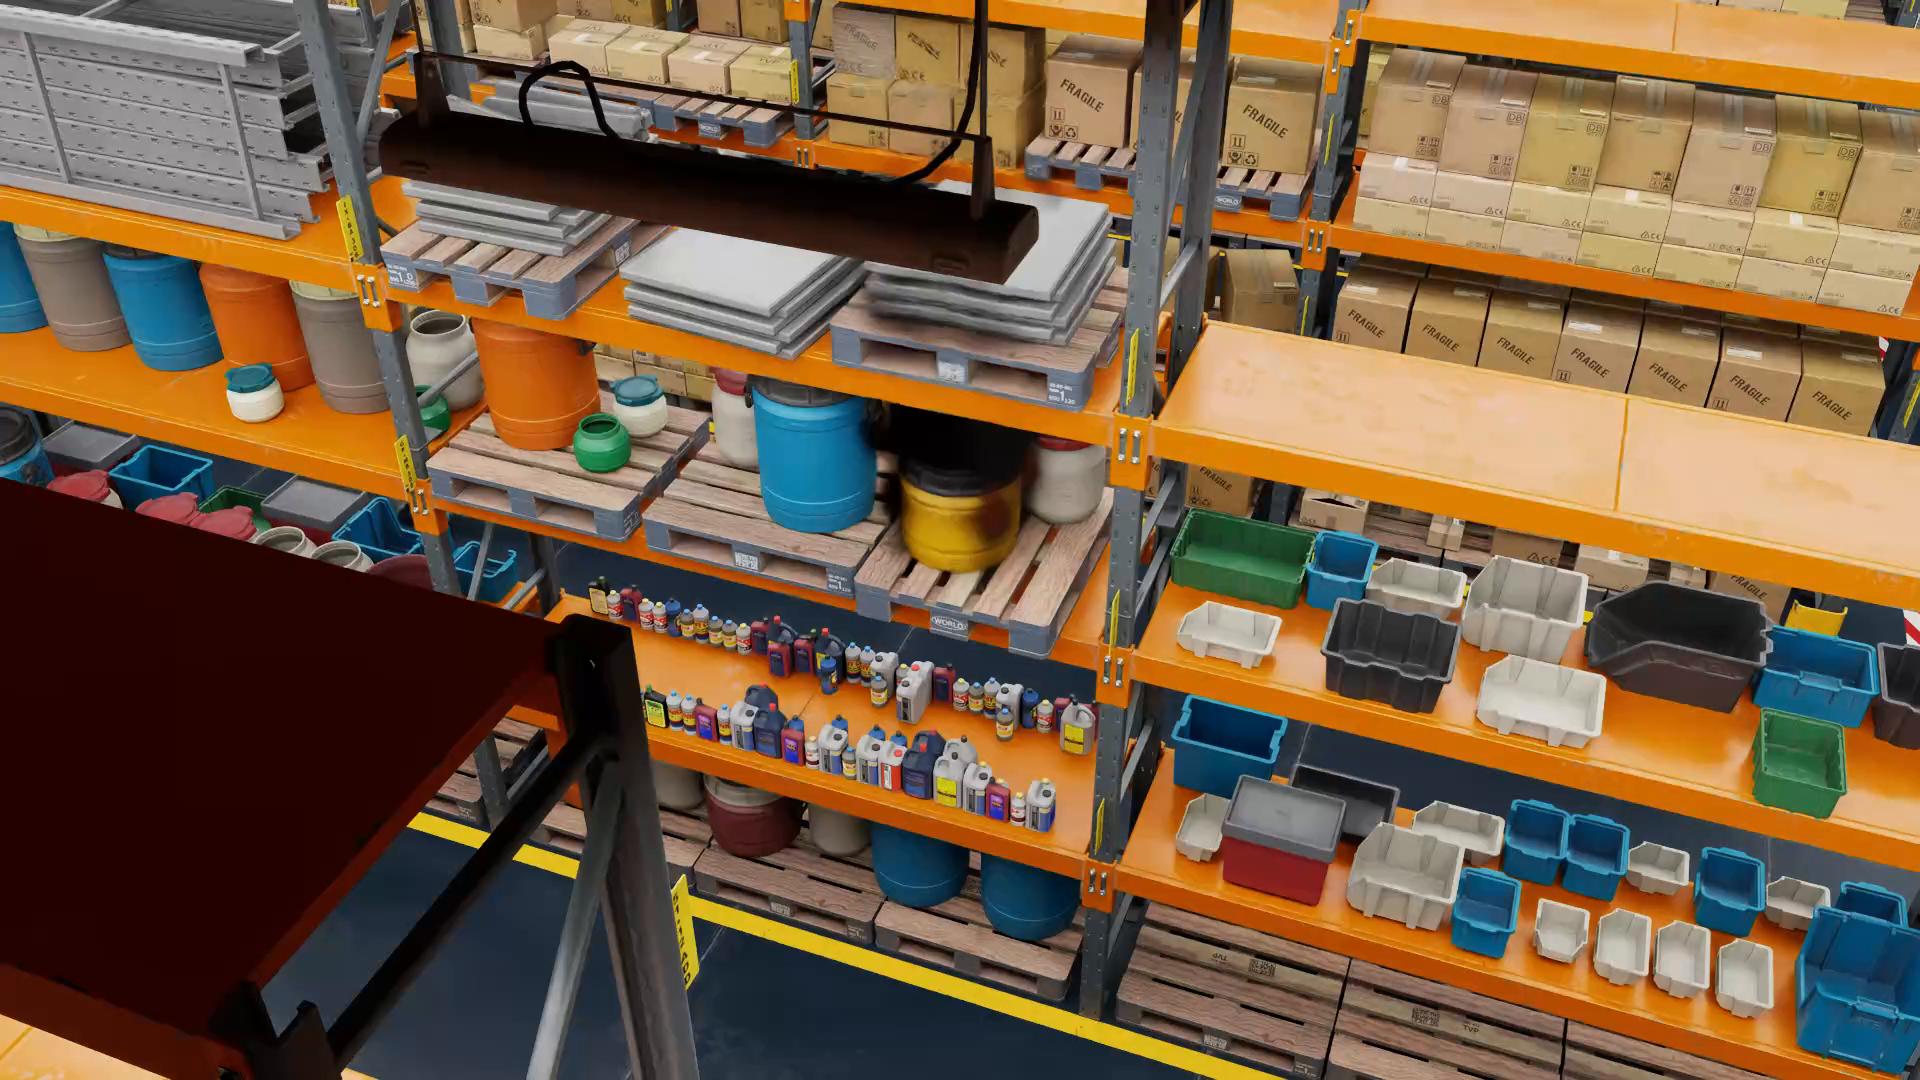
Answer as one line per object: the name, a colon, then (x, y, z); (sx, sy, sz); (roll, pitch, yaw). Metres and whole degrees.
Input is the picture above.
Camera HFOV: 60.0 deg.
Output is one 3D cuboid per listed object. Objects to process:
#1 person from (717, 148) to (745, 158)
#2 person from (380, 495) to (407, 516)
person: (-2.145, -3.012, 16.017); (0.599, 1.736, 0.685); (12, 38, 16)
person: (-4.544, -0.865, 13.171); (0.718, 1.750, 0.584); (10, 38, 14)
